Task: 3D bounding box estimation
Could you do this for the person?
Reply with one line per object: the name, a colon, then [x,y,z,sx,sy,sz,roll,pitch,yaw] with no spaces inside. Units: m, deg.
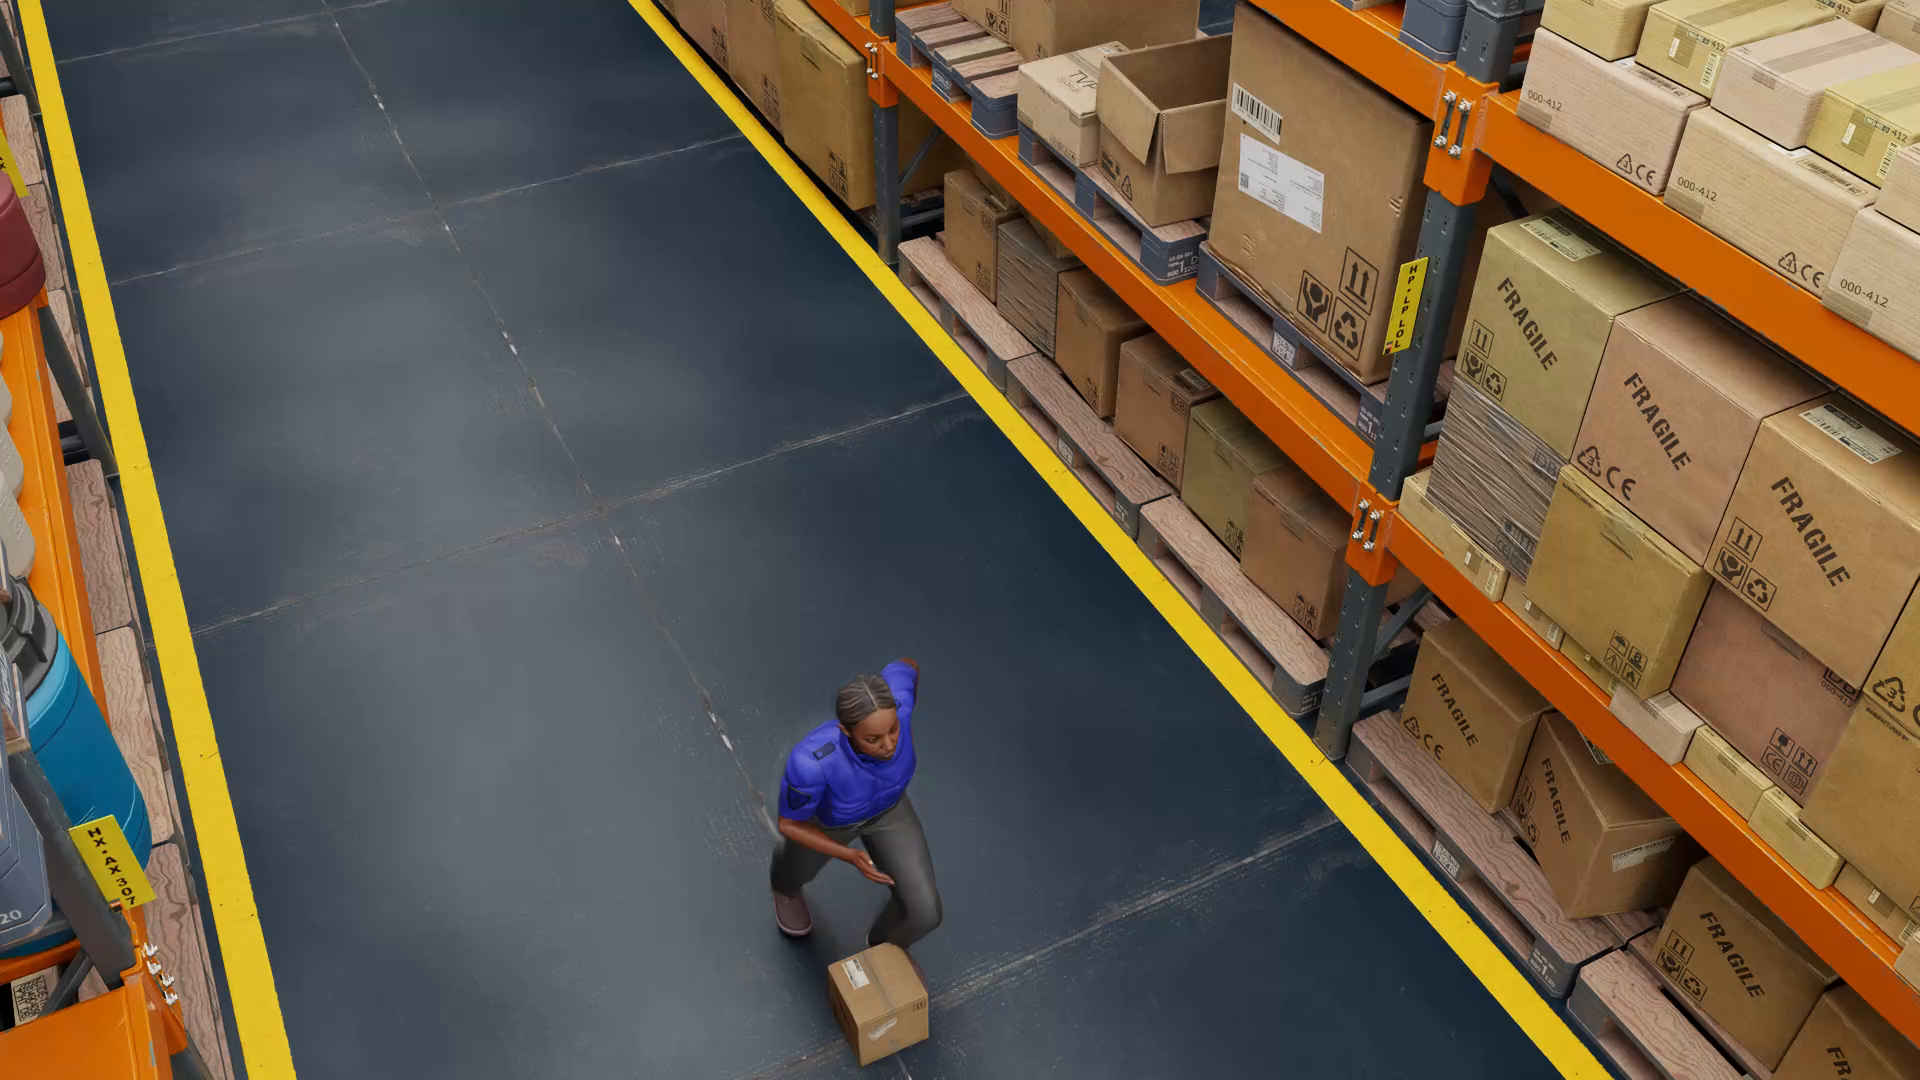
person: [-0.327,0.878,5.224,0.571,1.559,0.916,-16,44,-18]
